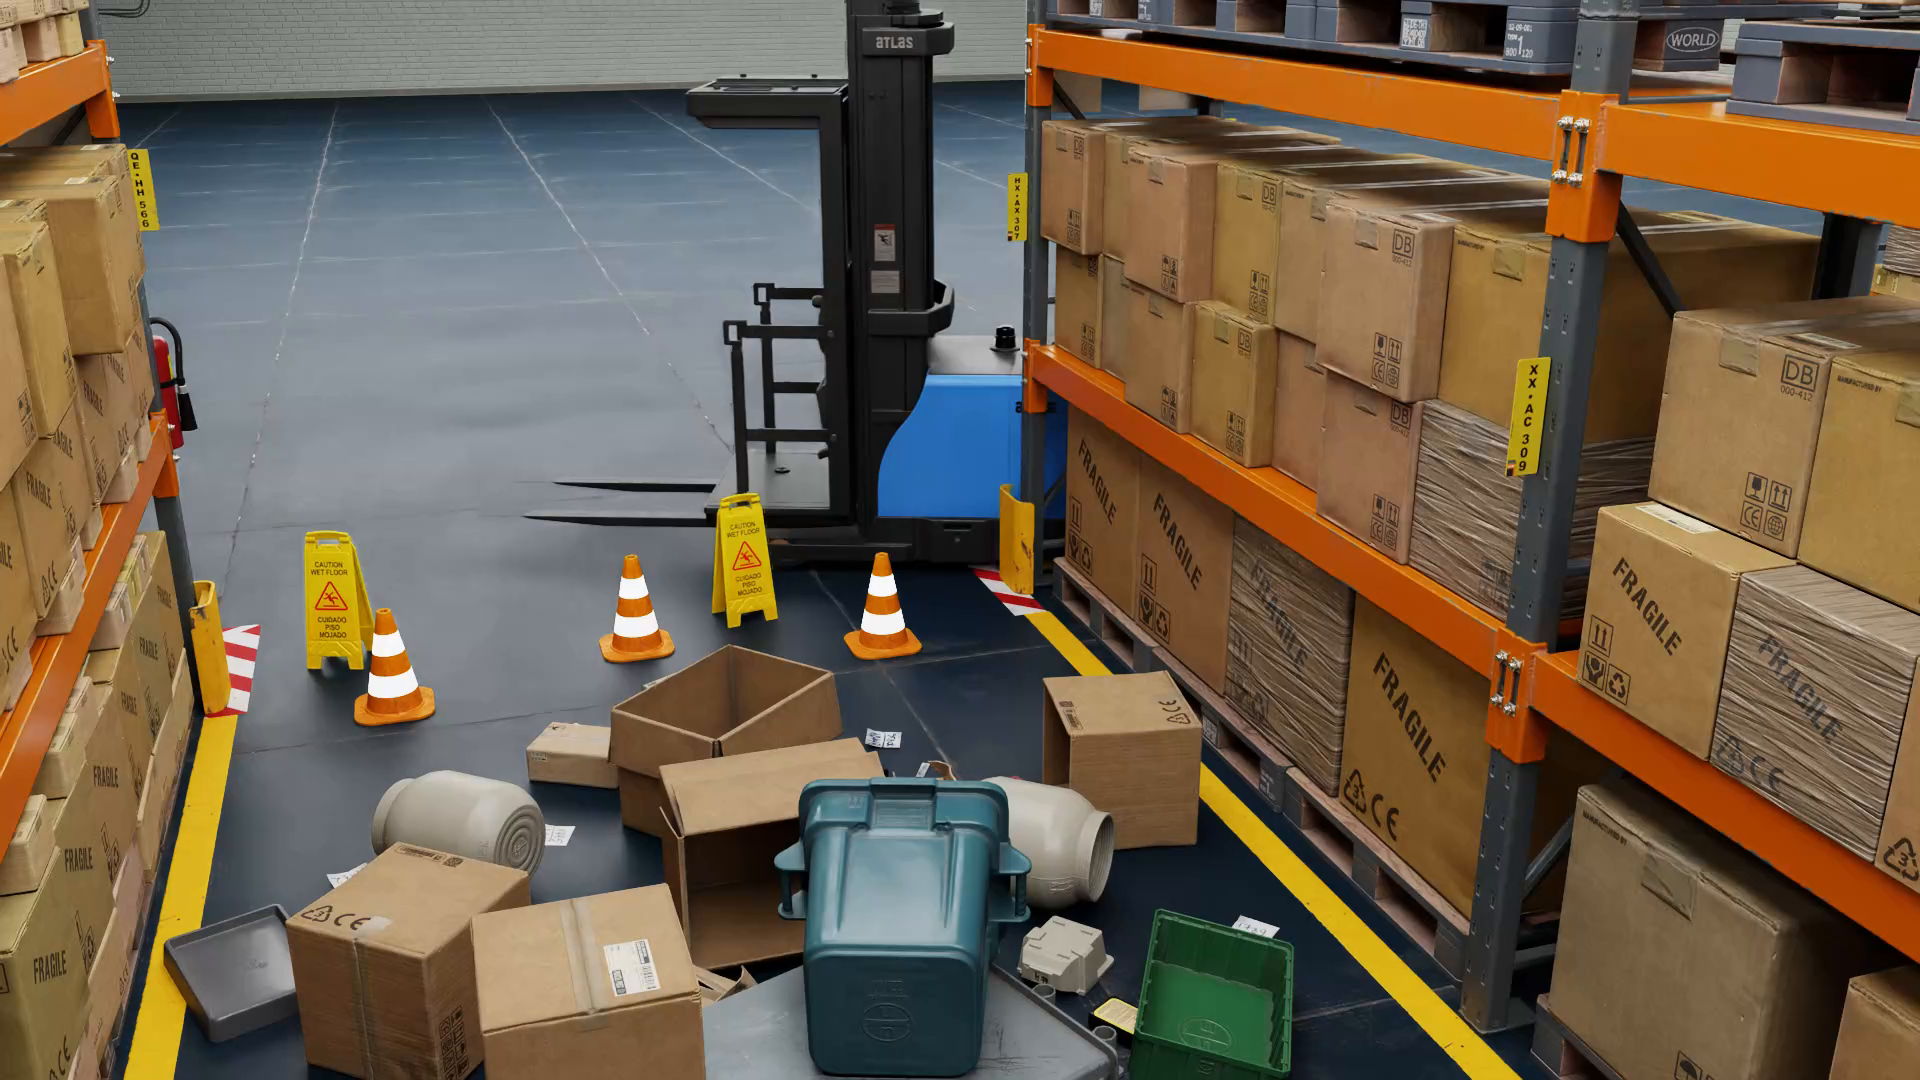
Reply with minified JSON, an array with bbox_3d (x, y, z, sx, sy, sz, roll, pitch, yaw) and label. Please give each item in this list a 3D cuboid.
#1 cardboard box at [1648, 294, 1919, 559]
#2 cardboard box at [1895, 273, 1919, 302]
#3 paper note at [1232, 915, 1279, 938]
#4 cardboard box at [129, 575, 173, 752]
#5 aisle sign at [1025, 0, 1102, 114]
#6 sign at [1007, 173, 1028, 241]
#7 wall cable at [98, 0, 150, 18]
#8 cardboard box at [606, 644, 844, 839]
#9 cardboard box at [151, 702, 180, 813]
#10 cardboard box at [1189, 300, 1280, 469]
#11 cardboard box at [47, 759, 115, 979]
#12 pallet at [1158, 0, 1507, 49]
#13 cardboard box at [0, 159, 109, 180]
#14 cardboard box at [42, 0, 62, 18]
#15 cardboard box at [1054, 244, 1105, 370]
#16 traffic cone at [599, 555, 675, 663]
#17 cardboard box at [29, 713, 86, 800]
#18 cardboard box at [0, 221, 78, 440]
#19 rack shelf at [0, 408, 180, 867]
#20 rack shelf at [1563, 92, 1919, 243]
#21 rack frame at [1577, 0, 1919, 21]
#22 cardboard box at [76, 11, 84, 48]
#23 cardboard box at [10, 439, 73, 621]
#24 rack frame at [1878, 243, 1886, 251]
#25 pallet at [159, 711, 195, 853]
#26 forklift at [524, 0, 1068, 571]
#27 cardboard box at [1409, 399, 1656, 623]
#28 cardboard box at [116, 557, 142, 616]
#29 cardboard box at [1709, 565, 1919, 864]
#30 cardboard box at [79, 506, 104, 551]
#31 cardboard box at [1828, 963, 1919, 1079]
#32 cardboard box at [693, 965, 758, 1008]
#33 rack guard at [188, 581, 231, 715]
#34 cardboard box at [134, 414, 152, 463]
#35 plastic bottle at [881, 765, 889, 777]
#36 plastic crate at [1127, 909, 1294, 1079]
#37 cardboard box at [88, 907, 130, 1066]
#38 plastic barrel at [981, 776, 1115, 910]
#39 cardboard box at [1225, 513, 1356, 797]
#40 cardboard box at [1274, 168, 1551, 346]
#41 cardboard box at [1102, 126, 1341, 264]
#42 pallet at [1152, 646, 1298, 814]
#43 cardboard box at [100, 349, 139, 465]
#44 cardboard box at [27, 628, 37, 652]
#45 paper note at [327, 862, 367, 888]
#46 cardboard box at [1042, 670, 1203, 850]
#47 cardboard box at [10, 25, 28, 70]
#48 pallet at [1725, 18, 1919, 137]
[{"bbox_3d":[2.227,-0.306,4.204,0.700,0.500,0.500,-7,21,-18],"label":"cardboard box"},{"bbox_3d":[5.472,-1.408,9.271,0.380,0.149,0.250,-6,21,-17],"label":"cardboard box"},{"bbox_3d":[0.994,1.330,5.667,0.142,0.020,0.147,12,23,30],"label":"paper note"},{"bbox_3d":[-3.193,0.468,6.014,0.500,0.500,0.500,-6,21,-15],"label":"cardboard box"},{"bbox_3d":[0.501,-2.445,7.941,0.394,0.787,0.004,-6,21,-17],"label":"aisle sign"},{"bbox_3d":[0.279,-1.618,8.087,0.100,0.325,0.005,-6,21,-17],"label":"sign"},{"bbox_3d":[-18.307,-11.900,33.828,3.097,2.526,0.112,-6,21,-17],"label":"wall cable"},{"bbox_3d":[-0.904,0.797,6.453,0.637,0.503,0.797,12,23,30],"label":"cardboard box"},{"bbox_3d":[-3.195,0.822,6.137,0.500,0.250,0.500,-6,21,-17],"label":"cardboard box"},{"bbox_3d":[1.424,-0.654,6.579,0.875,0.550,0.500,-6,21,-17],"label":"cardboard box"},{"bbox_3d":[-2.711,0.966,4.626,0.500,0.500,0.500,-6,20,-15],"label":"cardboard box"},{"bbox_3d":[1.438,-1.972,6.162,1.003,0.211,1.213,-6,21,-17],"label":"pallet"},{"bbox_3d":[-3.340,-1.026,5.769,0.700,0.500,0.500,-6,21,-17],"label":"cardboard box"},{"bbox_3d":[-3.299,-1.855,5.488,0.500,0.250,0.500,-7,21,-18],"label":"cardboard box"},{"bbox_3d":[0.968,-1.187,8.062,0.875,0.550,0.550,-6,21,-17],"label":"cardboard box"},{"bbox_3d":[-1.553,0.295,7.910,0.336,0.463,0.334,-6,21,-17],"label":"traffic cone"},{"bbox_3d":[-2.677,0.620,4.630,0.380,0.149,0.250,-6,20,-15],"label":"cardboard box"},{"bbox_3d":[-2.806,-0.541,4.418,0.700,0.500,0.500,-7,21,-18],"label":"cardboard box"},{"bbox_3d":[-3.231,0.308,5.186,1.077,0.370,4.000,-6,21,-17],"label":"rack shelf"},{"bbox_3d":[2.694,-0.378,2.660,1.077,0.370,4.000,-6,21,-17],"label":"rack shelf"},{"bbox_3d":[2.065,-2.771,3.818,1.000,3.000,0.127,-6,21,-17],"label":"rack frame"},{"bbox_3d":[-3.482,-1.881,6.151,0.380,0.149,0.250,-6,21,-17],"label":"cardboard box"},{"bbox_3d":[-2.801,-0.068,4.580,0.500,0.500,0.500,-7,21,-18],"label":"cardboard box"},{"bbox_3d":[5.548,-1.725,9.783,1.000,3.000,0.127,-6,21,-17],"label":"rack frame"},{"bbox_3d":[-3.614,0.929,6.518,1.003,0.211,1.213,-6,21,-17],"label":"pallet"},{"bbox_3d":[-0.869,-1.391,8.954,3.031,2.935,1.130,1,20,2],"label":"forklift"},{"bbox_3d":[1.938,-0.135,5.133,0.875,0.550,0.550,-6,21,-17],"label":"cardboard box"},{"bbox_3d":[-3.105,0.187,5.836,0.380,0.149,0.250,-6,21,-16],"label":"cardboard box"},{"bbox_3d":[2.134,0.365,3.815,0.500,0.500,0.500,-6,21,-17],"label":"cardboard box"},{"bbox_3d":[-3.070,-0.054,5.501,0.380,0.149,0.250,-7,21,-18],"label":"cardboard box"},{"bbox_3d":[2.645,1.414,3.750,1.050,0.750,0.750,-6,21,-17],"label":"cardboard box"},{"bbox_3d":[-0.821,1.408,5.102,0.396,0.266,0.258,12,23,30],"label":"cardboard box"},{"bbox_3d":[-3.835,0.528,7.206,1.175,0.500,0.348,-6,21,-17],"label":"rack guard"},{"bbox_3d":[-3.354,-0.387,6.429,0.380,0.149,0.250,-7,21,-18],"label":"cardboard box"},{"bbox_3d":[-0.383,0.939,6.713,0.133,0.061,0.283,-15,25,-36],"label":"plastic bottle"},{"bbox_3d":[0.767,1.433,5.065,0.450,0.188,0.662,13,22,7],"label":"plastic crate"},{"bbox_3d":[-2.710,1.320,4.752,0.500,0.250,0.500,-5,20,-14],"label":"cardboard box"},{"bbox_3d":[0.252,1.064,5.827,0.512,0.421,0.421,8,21,20],"label":"plastic barrel"},{"bbox_3d":[1.647,0.357,6.507,0.875,0.875,0.875,-6,21,-17],"label":"cardboard box"},{"bbox_3d":[1.659,-1.000,5.944,0.875,0.550,0.550,-6,21,-17],"label":"cardboard box"},{"bbox_3d":[1.148,-1.520,7.391,0.875,0.550,0.550,-6,21,-17],"label":"cardboard box"},{"bbox_3d":[1.513,0.721,7.098,1.003,0.211,1.213,-6,21,-17],"label":"pallet"},{"bbox_3d":[-3.274,-0.553,5.932,0.500,0.500,0.500,-6,21,-17],"label":"cardboard box"},{"bbox_3d":[-2.796,0.271,4.595,0.380,0.149,0.250,-6,21,-17],"label":"cardboard box"},{"bbox_3d":[-2.182,1.217,5.982,0.142,0.019,0.148,-15,25,-36],"label":"paper note"},{"bbox_3d":[0.603,0.839,6.337,0.500,0.500,0.500,-3,20,-8],"label":"cardboard box"},{"bbox_3d":[-3.181,-1.553,5.236,0.380,0.149,0.250,-7,21,-18],"label":"cardboard box"},{"bbox_3d":[2.400,-0.980,3.553,0.805,0.209,1.217,-7,21,-19],"label":"pallet"}]
